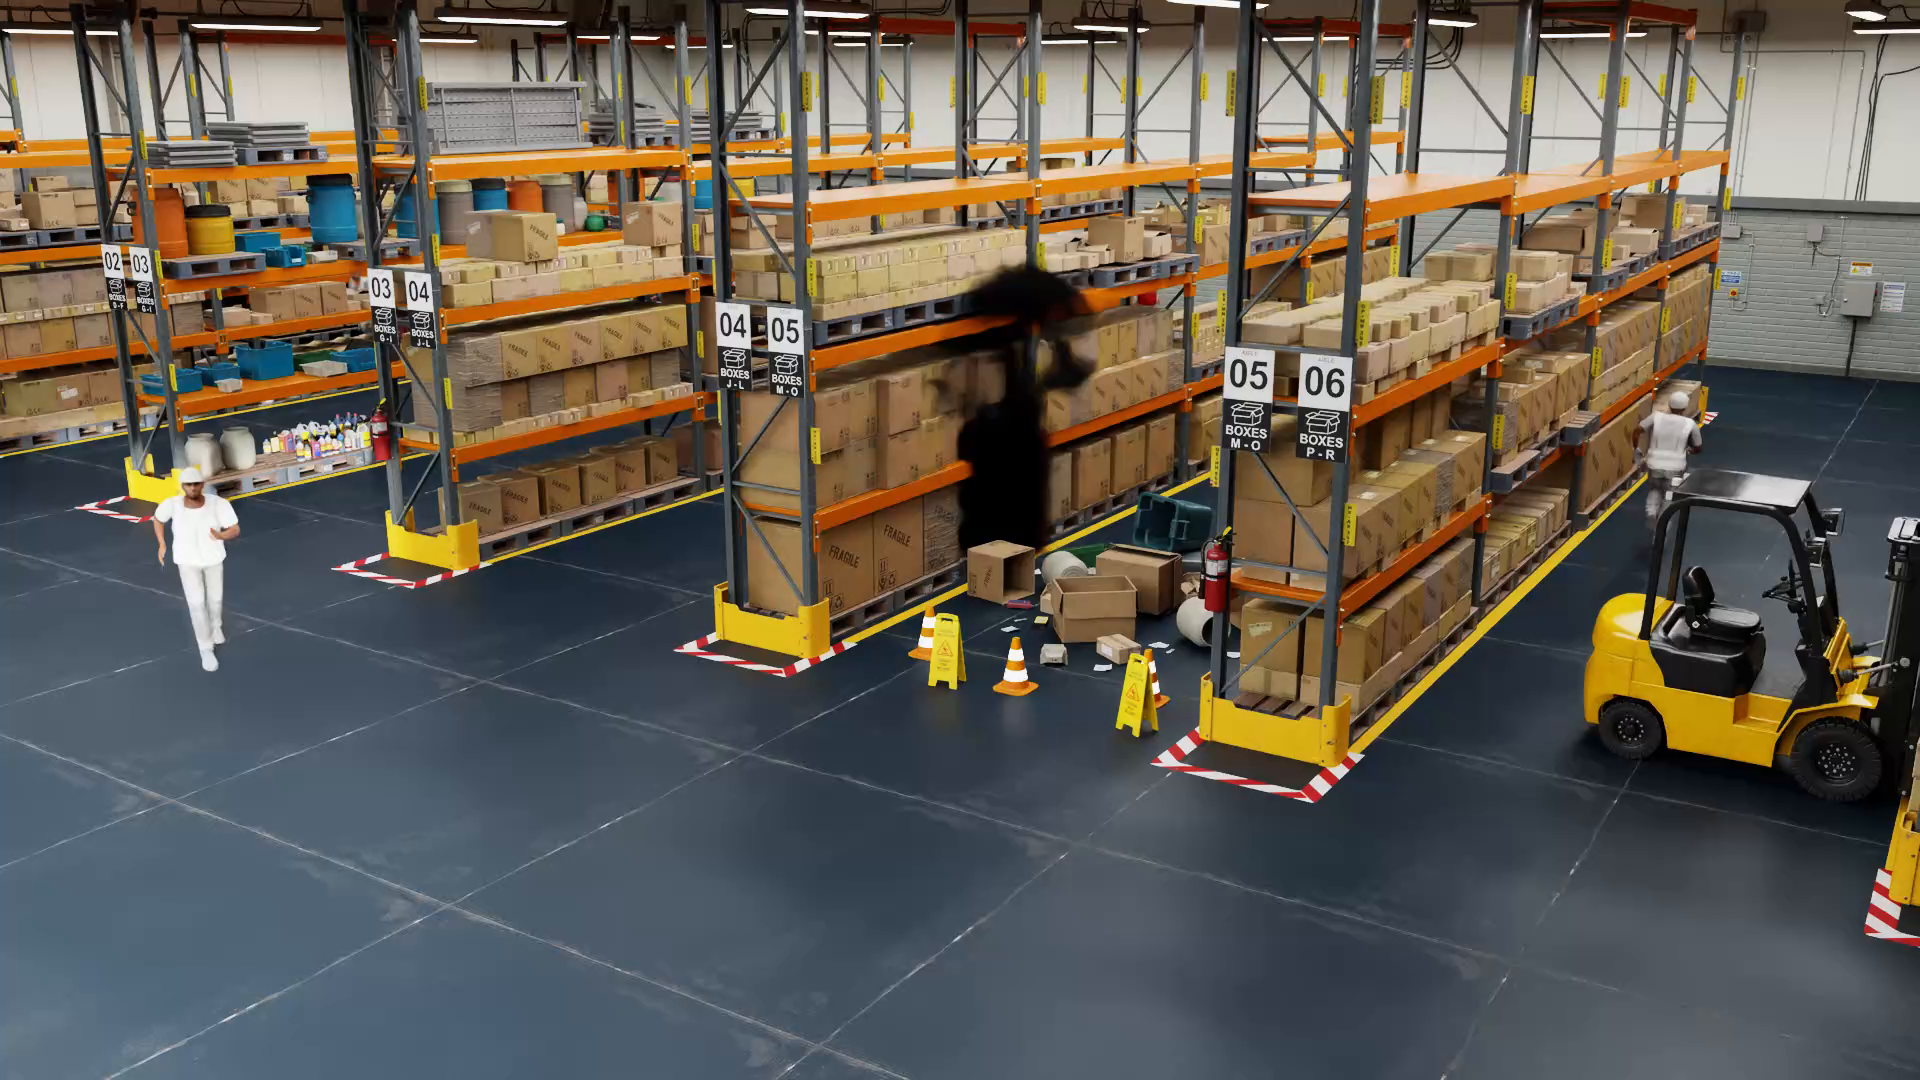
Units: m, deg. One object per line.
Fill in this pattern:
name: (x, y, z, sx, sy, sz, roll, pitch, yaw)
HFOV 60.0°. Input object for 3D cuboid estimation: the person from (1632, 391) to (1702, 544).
person: (8.071, -0.851, 19.019, 0.708, 1.733, 0.735, 10, 19, 33)

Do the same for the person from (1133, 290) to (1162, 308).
person: (3.572, -4.368, 31.786, 0.677, 1.698, 0.555, -12, 20, -38)

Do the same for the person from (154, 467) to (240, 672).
person: (-6.891, 0.205, 15.112, 0.683, 1.800, 0.912, -9, 18, -28)

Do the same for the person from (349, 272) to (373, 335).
person: (-11.481, -4.458, 32.100, 0.649, 1.723, 0.720, 8, 18, 28)
